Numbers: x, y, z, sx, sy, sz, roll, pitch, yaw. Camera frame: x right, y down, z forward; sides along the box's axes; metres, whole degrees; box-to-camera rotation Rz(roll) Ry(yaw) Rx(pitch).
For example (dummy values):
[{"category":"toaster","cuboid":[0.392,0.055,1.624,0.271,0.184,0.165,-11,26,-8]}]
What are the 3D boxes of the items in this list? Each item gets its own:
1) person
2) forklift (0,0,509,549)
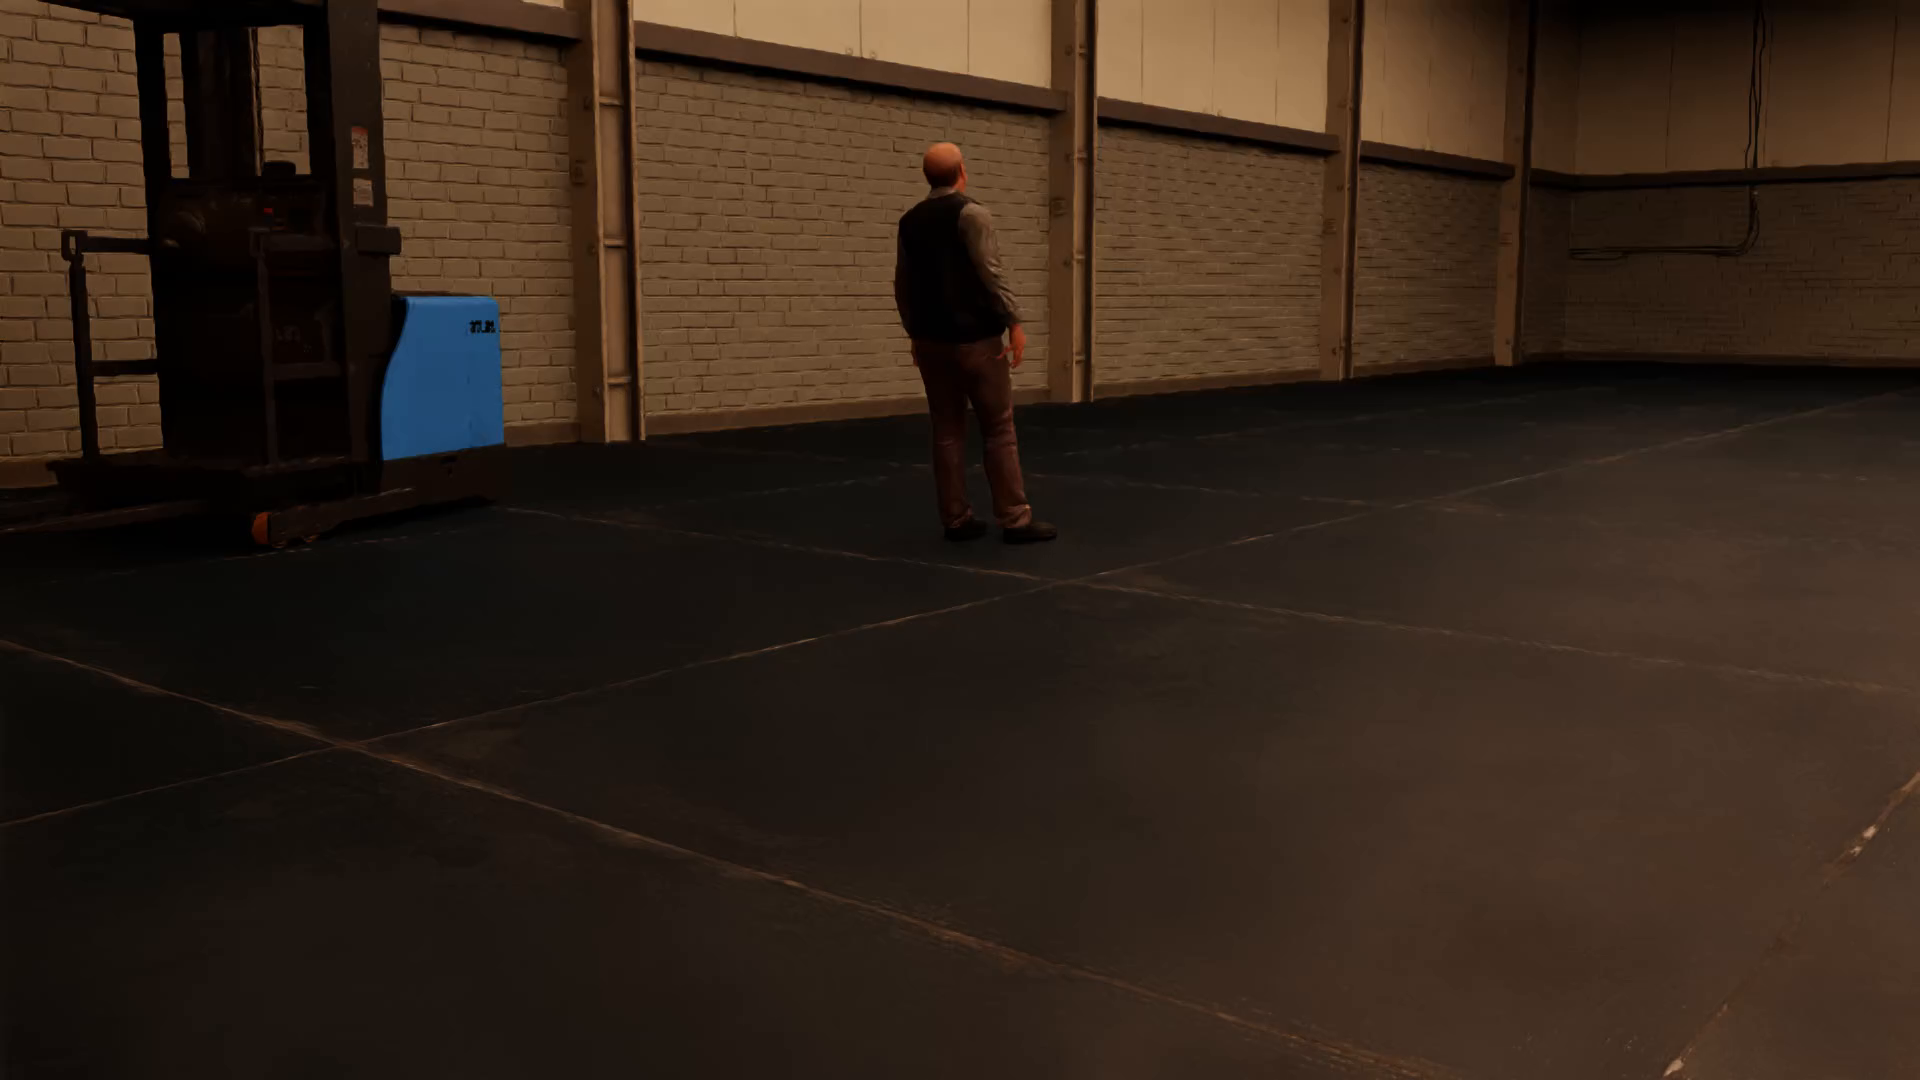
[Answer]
[{"category":"person","cuboid":[0.046,-0.865,7.322,0.632,1.720,0.567,7,11,38]},{"category":"forklift","cuboid":[-3.338,-1.477,7.375,1.130,2.935,3.031,3,9,19]}]
